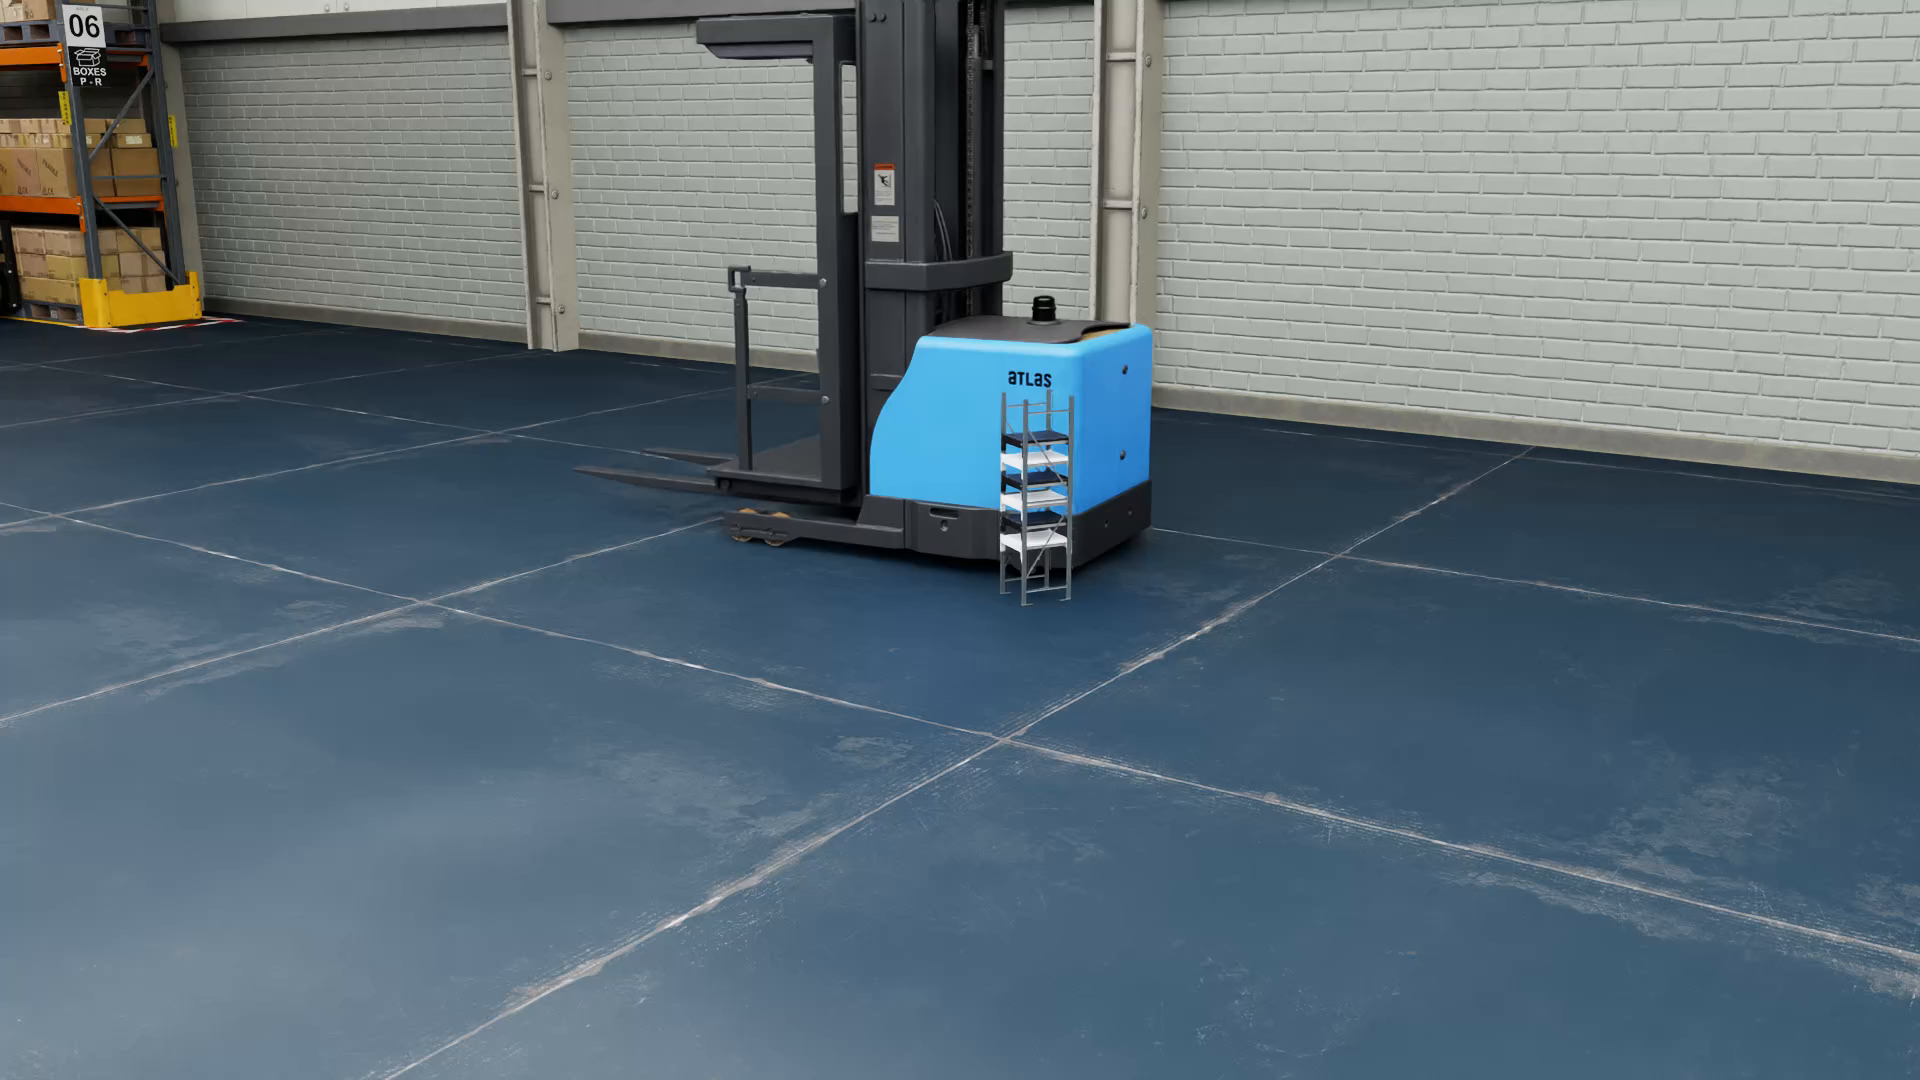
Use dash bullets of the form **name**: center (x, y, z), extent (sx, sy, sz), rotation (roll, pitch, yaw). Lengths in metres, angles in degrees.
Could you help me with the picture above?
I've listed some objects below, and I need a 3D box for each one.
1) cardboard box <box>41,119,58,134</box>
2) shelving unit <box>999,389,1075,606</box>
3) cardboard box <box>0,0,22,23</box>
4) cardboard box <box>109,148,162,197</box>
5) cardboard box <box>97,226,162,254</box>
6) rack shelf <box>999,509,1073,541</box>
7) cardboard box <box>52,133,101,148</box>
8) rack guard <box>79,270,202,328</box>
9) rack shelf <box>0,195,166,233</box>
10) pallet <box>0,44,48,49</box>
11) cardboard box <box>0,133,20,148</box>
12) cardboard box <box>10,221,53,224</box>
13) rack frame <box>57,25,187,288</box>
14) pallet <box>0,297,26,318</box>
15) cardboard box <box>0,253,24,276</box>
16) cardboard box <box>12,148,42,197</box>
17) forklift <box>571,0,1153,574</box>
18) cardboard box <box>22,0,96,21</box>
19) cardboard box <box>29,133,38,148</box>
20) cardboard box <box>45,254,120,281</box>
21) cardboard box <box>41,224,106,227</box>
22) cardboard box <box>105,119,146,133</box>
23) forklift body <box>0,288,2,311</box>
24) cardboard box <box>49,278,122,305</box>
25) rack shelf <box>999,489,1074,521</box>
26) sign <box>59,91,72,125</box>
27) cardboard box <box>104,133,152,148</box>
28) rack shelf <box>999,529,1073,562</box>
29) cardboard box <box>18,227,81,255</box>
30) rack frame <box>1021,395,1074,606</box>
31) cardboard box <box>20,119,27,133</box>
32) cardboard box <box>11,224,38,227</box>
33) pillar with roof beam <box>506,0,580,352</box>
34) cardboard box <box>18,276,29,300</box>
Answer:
- **cardboard box**: center (-9.335, -4.322, 17.362), extent (0.250, 0.149, 0.380), rotation (9, 17, 33)
- **shelving unit**: center (0.331, -0.186, 7.202), extent (0.258, 0.900, 0.210), rotation (-6, 15, -24)
- **cardboard box**: center (-9.766, -5.509, 17.290), extent (0.258, 0.266, 0.396), rotation (9, 17, 33)
- **cardboard box**: center (-8.954, -3.951, 17.835), extent (0.500, 0.500, 0.500), rotation (10, 17, 35)
- **cardboard box**: center (-8.991, -3.238, 17.927), extent (0.500, 0.250, 0.500), rotation (9, 16, 32)
- **rack shelf**: center (0.331, -0.066, 7.231), extent (0.258, 0.077, 0.200), rotation (-6, 15, -24)
- **cardboard box**: center (-9.142, -4.135, 17.227), extent (0.250, 0.149, 0.380), rotation (9, 17, 34)
- **rack guard**: center (-8.678, -2.564, 17.642), extent (0.348, 0.500, 1.175), rotation (9, 17, 33)
- **rack shelf**: center (-10.358, -3.700, 18.525), extent (4.000, 0.370, 1.077), rotation (9, 17, 33)
- **pallet**: center (-10.287, -5.458, 18.069), extent (1.213, 0.211, 1.003), rotation (9, 17, 33)
- **cardboard box**: center (-9.999, -4.272, 17.781), extent (0.250, 0.149, 0.380), rotation (9, 16, 31)
- **cardboard box**: center (-10.660, -3.509, 19.023), extent (0.500, 0.250, 0.500), rotation (9, 17, 33)
- **rack frame**: center (-8.698, -3.781, 17.355), extent (0.127, 3.000, 1.000), rotation (9, 17, 33)
- **pallet**: center (-10.364, -2.685, 18.732), extent (1.213, 0.211, 1.003), rotation (9, 17, 33)
- **cardboard box**: center (-10.127, -3.030, 18.129), extent (0.500, 0.250, 0.500), rotation (9, 16, 32)
- **cardboard box**: center (-9.679, -3.915, 17.686), extent (0.500, 0.500, 0.500), rotation (10, 17, 35)
- **forklift**: center (-0.597, -1.495, 8.263), extent (3.031, 2.935, 1.130), rotation (7, 16, 26)
- **cardboard box**: center (-9.202, -5.549, 16.963), extent (0.500, 0.500, 0.500), rotation (10, 17, 35)
- **cardboard box**: center (-9.552, -4.210, 17.531), extent (0.250, 0.149, 0.380), rotation (10, 17, 34)
- **cardboard box**: center (-9.277, -2.896, 17.586), extent (0.500, 0.250, 0.500), rotation (9, 16, 32)
- **cardboard box**: center (-9.817, -3.373, 18.475), extent (0.500, 0.250, 0.500), rotation (9, 17, 32)
- **cardboard box**: center (-8.858, -4.376, 17.583), extent (0.250, 0.149, 0.380), rotation (9, 16, 32)
- **forklift body**: center (-11.290, -3.260, 17.014), extent (1.214, 2.155, 2.313), rotation (9, 17, 33)
- **cardboard box**: center (-9.265, -2.650, 17.635), extent (0.500, 0.250, 0.500), rotation (9, 17, 33)
- **rack shelf**: center (0.331, -0.154, 7.210), extent (0.258, 0.077, 0.200), rotation (-6, 15, -24)
- **sign**: center (-9.013, -4.352, 16.757), extent (0.005, 0.325, 0.100), rotation (9, 17, 33)
- **cardboard box**: center (-8.835, -4.242, 17.657), extent (0.250, 0.149, 0.380), rotation (9, 16, 31)
- **rack shelf**: center (0.331, 0.021, 7.253), extent (0.258, 0.077, 0.200), rotation (-6, 15, -24)
- **cardboard box**: center (-9.681, -3.202, 17.785), extent (0.500, 0.250, 0.500), rotation (10, 17, 34)
- **rack frame**: center (0.374, -0.164, 7.112), extent (0.240, 0.900, 0.006), rotation (-6, 15, -24)
- **cardboard box**: center (-9.732, -4.400, 17.676), extent (0.250, 0.149, 0.380), rotation (9, 17, 33)
- **cardboard box**: center (-10.522, -3.337, 18.330), extent (0.500, 0.250, 0.500), rotation (9, 16, 32)
- **pillar with roof beam**: center (-6.197, -5.303, 11.019), extent (0.400, 9.000, 9.100), rotation (9, 17, 33)
- **cardboard box**: center (-10.082, -2.788, 18.190), extent (0.500, 0.250, 0.500), rotation (9, 17, 33)
